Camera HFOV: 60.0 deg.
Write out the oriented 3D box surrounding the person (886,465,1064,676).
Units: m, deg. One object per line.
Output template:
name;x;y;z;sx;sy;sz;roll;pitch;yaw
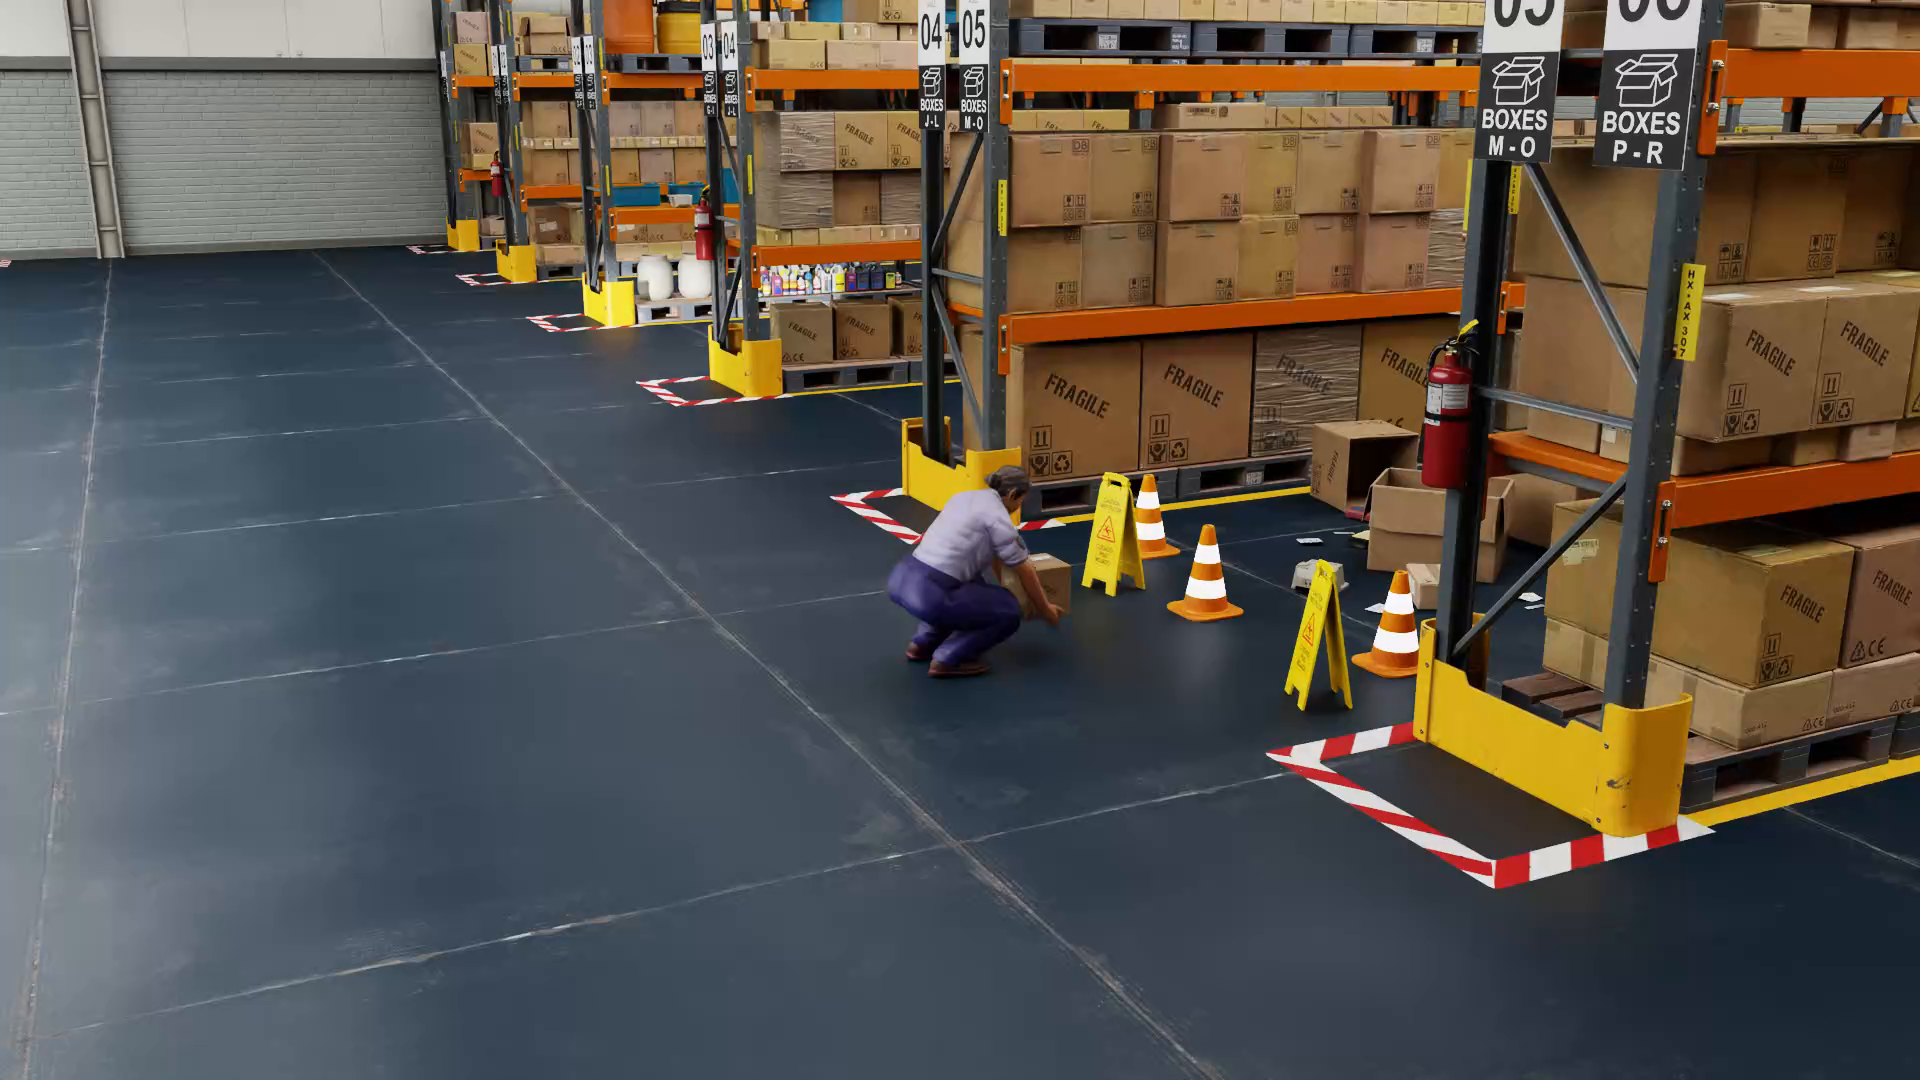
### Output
person;0.105;0.138;7.938;0.764;0.929;0.505;-8;17;-26
